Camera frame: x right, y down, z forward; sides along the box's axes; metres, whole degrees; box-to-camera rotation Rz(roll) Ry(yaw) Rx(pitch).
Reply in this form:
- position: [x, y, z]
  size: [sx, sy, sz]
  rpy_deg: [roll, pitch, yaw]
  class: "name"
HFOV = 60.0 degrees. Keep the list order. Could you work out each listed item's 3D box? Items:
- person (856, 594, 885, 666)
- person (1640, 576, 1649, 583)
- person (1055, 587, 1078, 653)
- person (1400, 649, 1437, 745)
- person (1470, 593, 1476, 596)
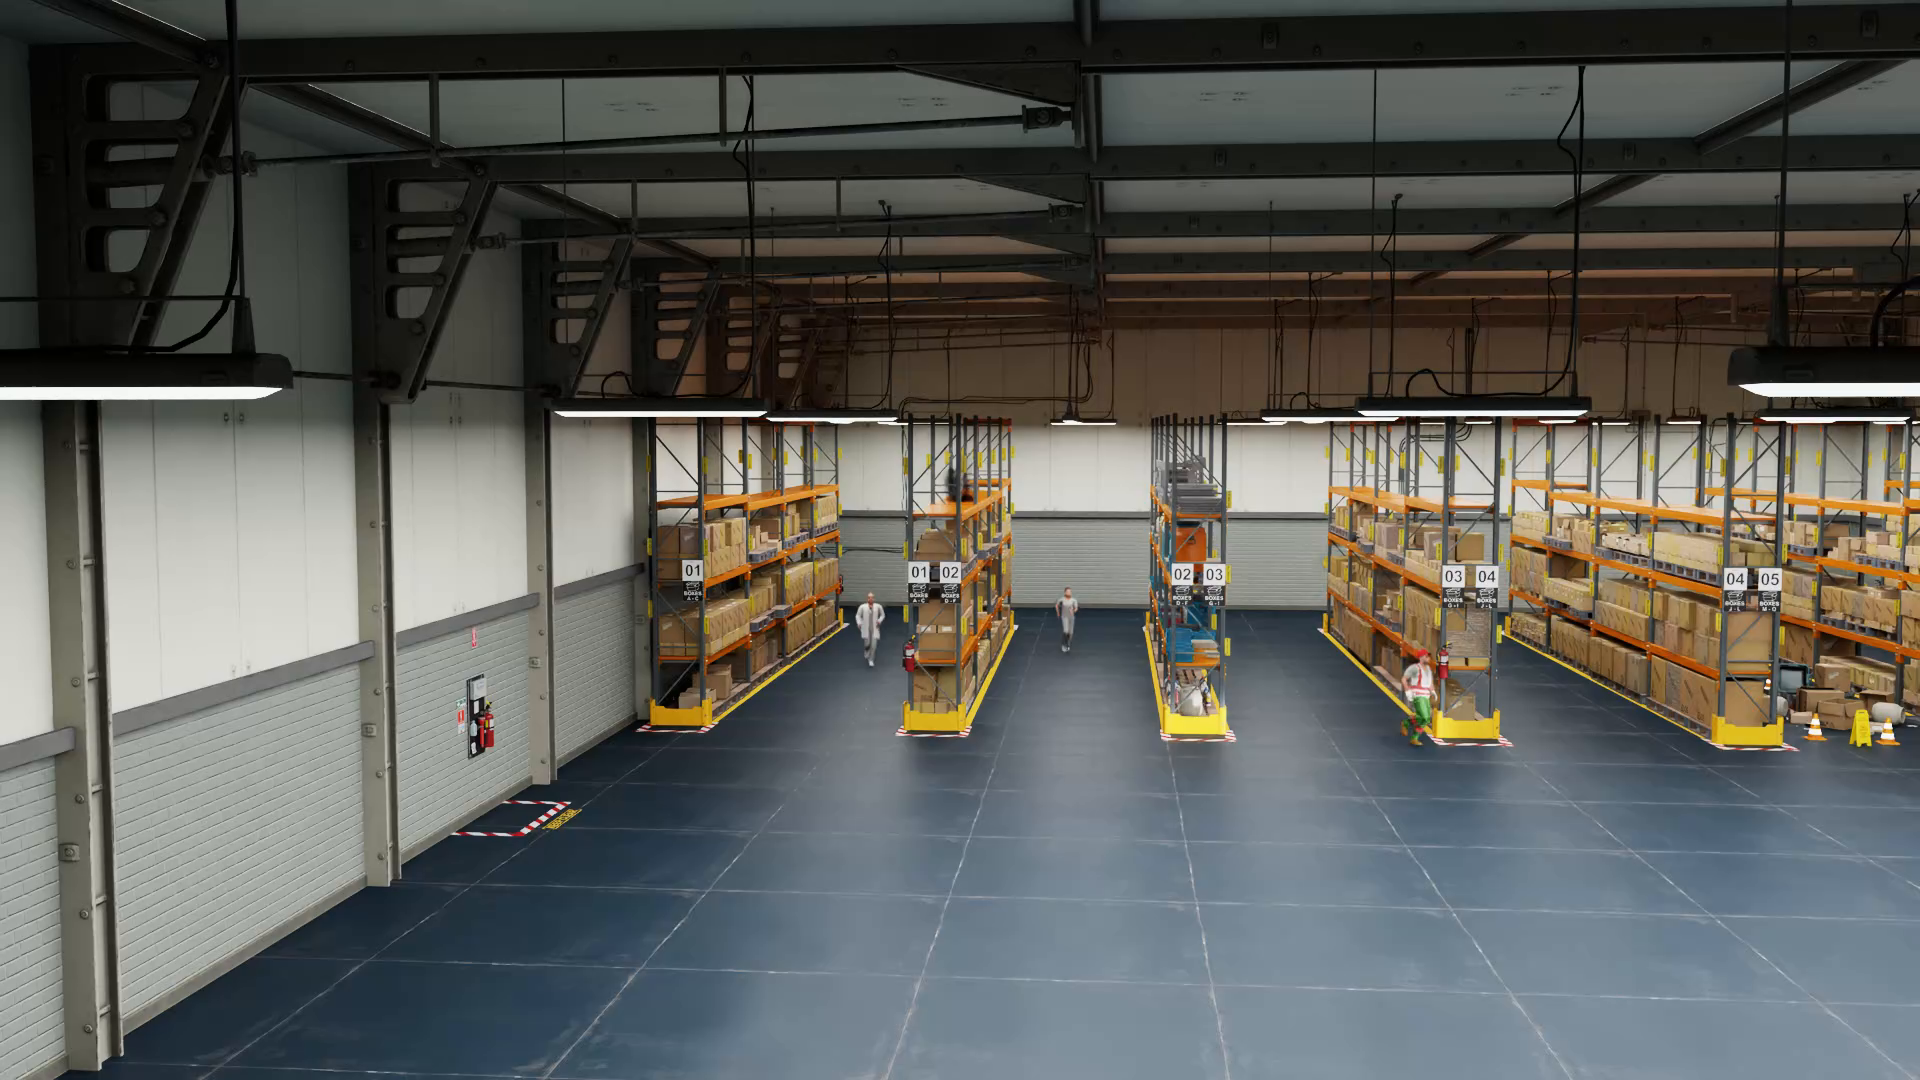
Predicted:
- position: [-2.162, 2.160, 40.231]
  size: [0.709, 1.737, 0.640]
  rpy_deg: [0, 4, -5]
  class: "person"
- position: [19.506, 1.754, 47.148]
  size: [0.765, 1.623, 0.517]
  rpy_deg: [1, 4, 12]
  class: "person"
- position: [2.739, 2.038, 42.362]
  size: [0.538, 1.668, 0.682]
  rpy_deg: [-1, 4, -9]
  class: "person"
- position: [8.360, 2.843, 30.134]
  size: [0.712, 1.703, 0.555]
  rpy_deg: [-2, 5, -32]
  class: "person"
- position: [13.832, 1.843, 44.931]
  size: [0.695, 1.739, 0.691]
  rpy_deg: [1, 4, 8]
  class: "person"
